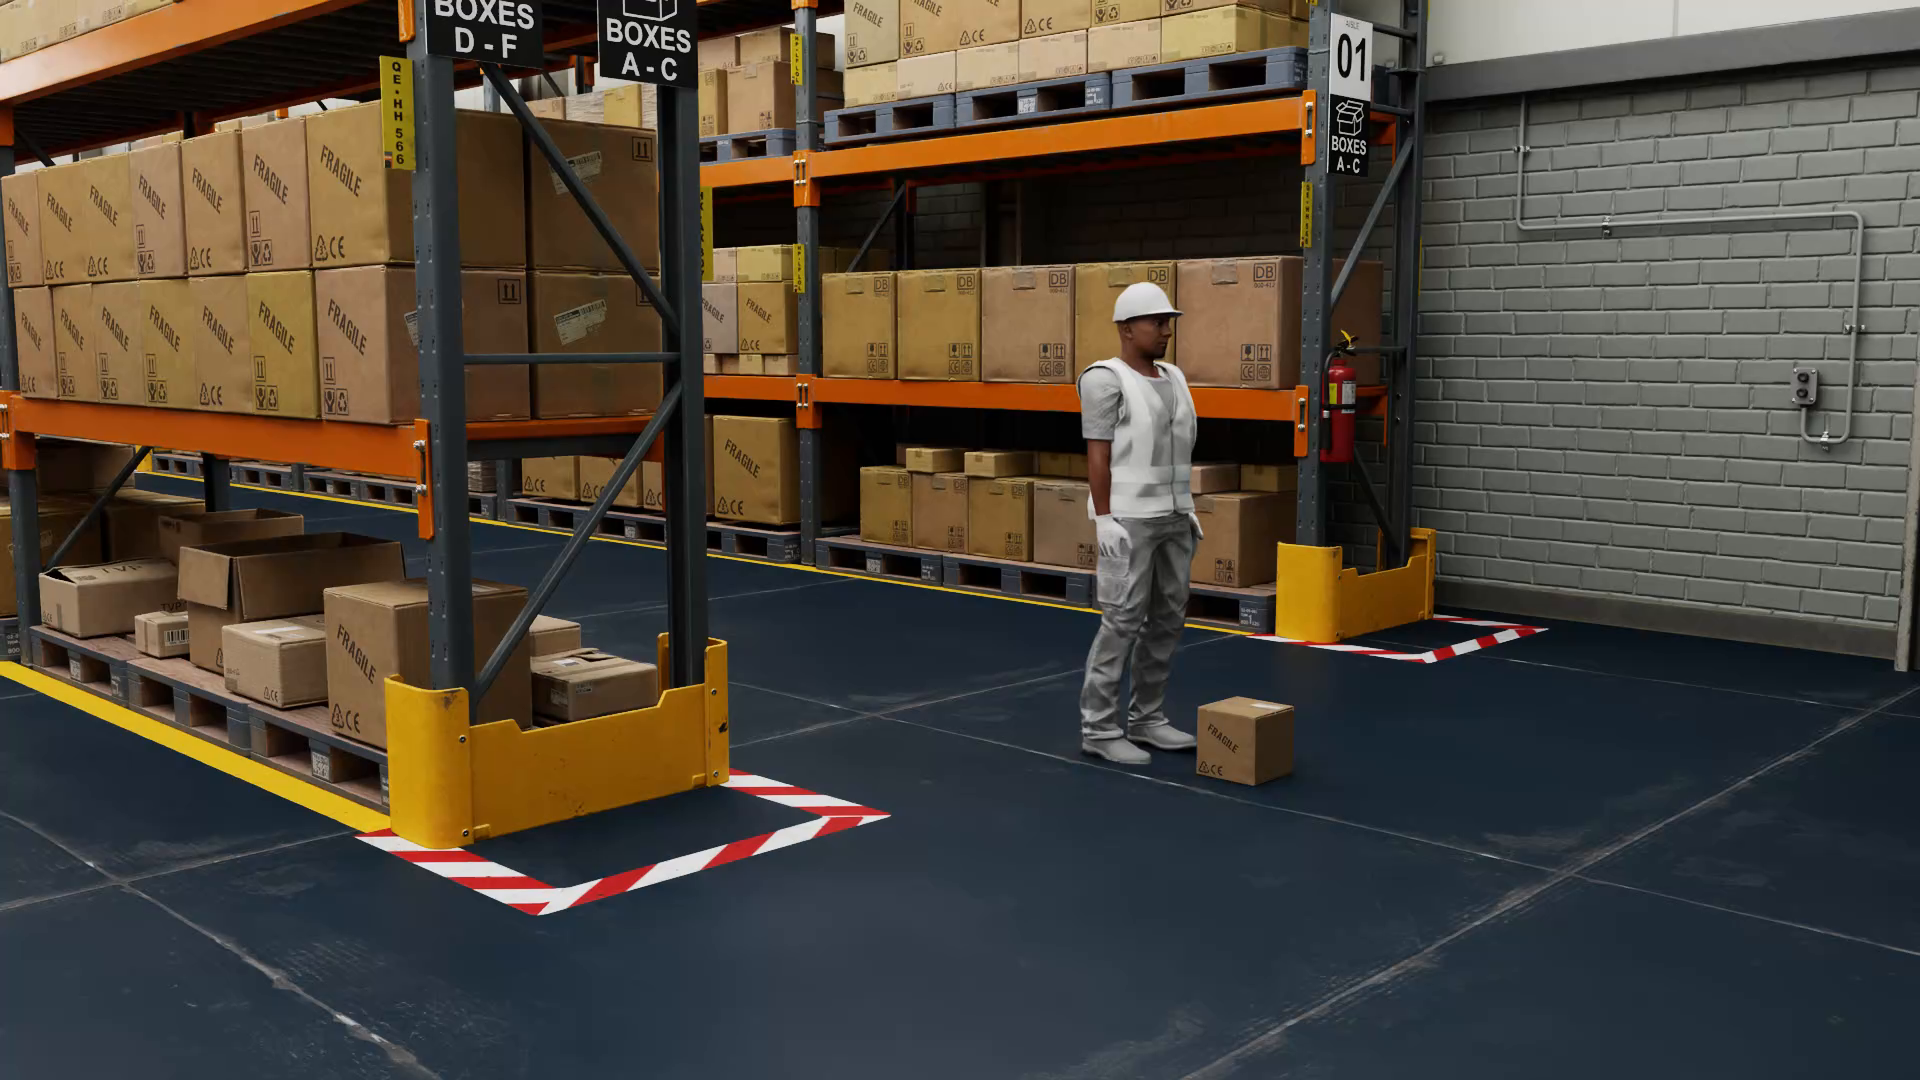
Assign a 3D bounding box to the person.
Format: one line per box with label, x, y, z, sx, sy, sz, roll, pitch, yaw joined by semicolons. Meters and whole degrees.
person;0.694;-0.068;6.299;0.545;1.795;0.356;-7;10;-44
